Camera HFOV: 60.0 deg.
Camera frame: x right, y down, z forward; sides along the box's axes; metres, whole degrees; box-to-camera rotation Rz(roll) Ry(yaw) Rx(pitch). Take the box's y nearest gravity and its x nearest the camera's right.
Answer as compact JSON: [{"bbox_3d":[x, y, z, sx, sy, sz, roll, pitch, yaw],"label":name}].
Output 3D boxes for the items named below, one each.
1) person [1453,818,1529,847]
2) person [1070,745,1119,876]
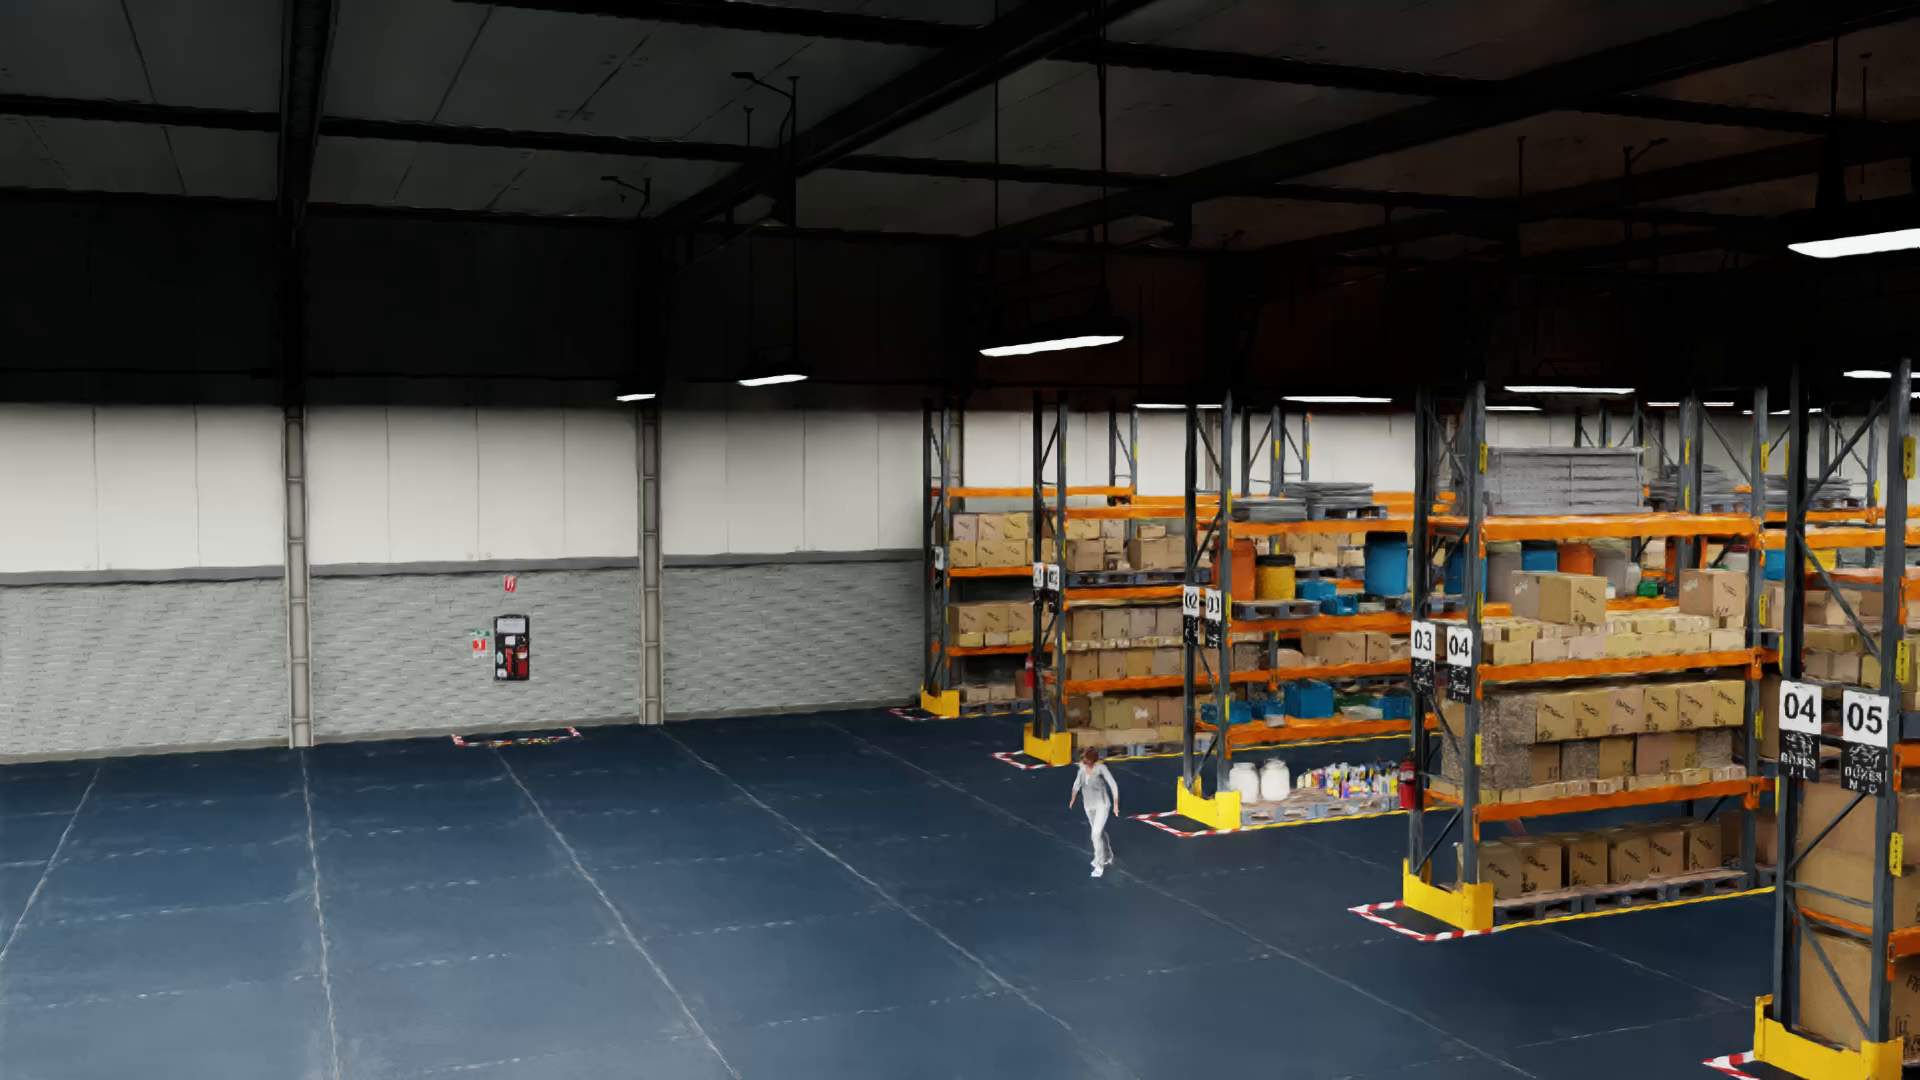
[{"bbox_3d":[6.715,3.130,20.841,0.953,1.609,0.492,0,3,-2],"label":"person"},{"bbox_3d":[1.659,3.231,19.977,0.749,1.498,0.574,-3,5,-42],"label":"person"}]
